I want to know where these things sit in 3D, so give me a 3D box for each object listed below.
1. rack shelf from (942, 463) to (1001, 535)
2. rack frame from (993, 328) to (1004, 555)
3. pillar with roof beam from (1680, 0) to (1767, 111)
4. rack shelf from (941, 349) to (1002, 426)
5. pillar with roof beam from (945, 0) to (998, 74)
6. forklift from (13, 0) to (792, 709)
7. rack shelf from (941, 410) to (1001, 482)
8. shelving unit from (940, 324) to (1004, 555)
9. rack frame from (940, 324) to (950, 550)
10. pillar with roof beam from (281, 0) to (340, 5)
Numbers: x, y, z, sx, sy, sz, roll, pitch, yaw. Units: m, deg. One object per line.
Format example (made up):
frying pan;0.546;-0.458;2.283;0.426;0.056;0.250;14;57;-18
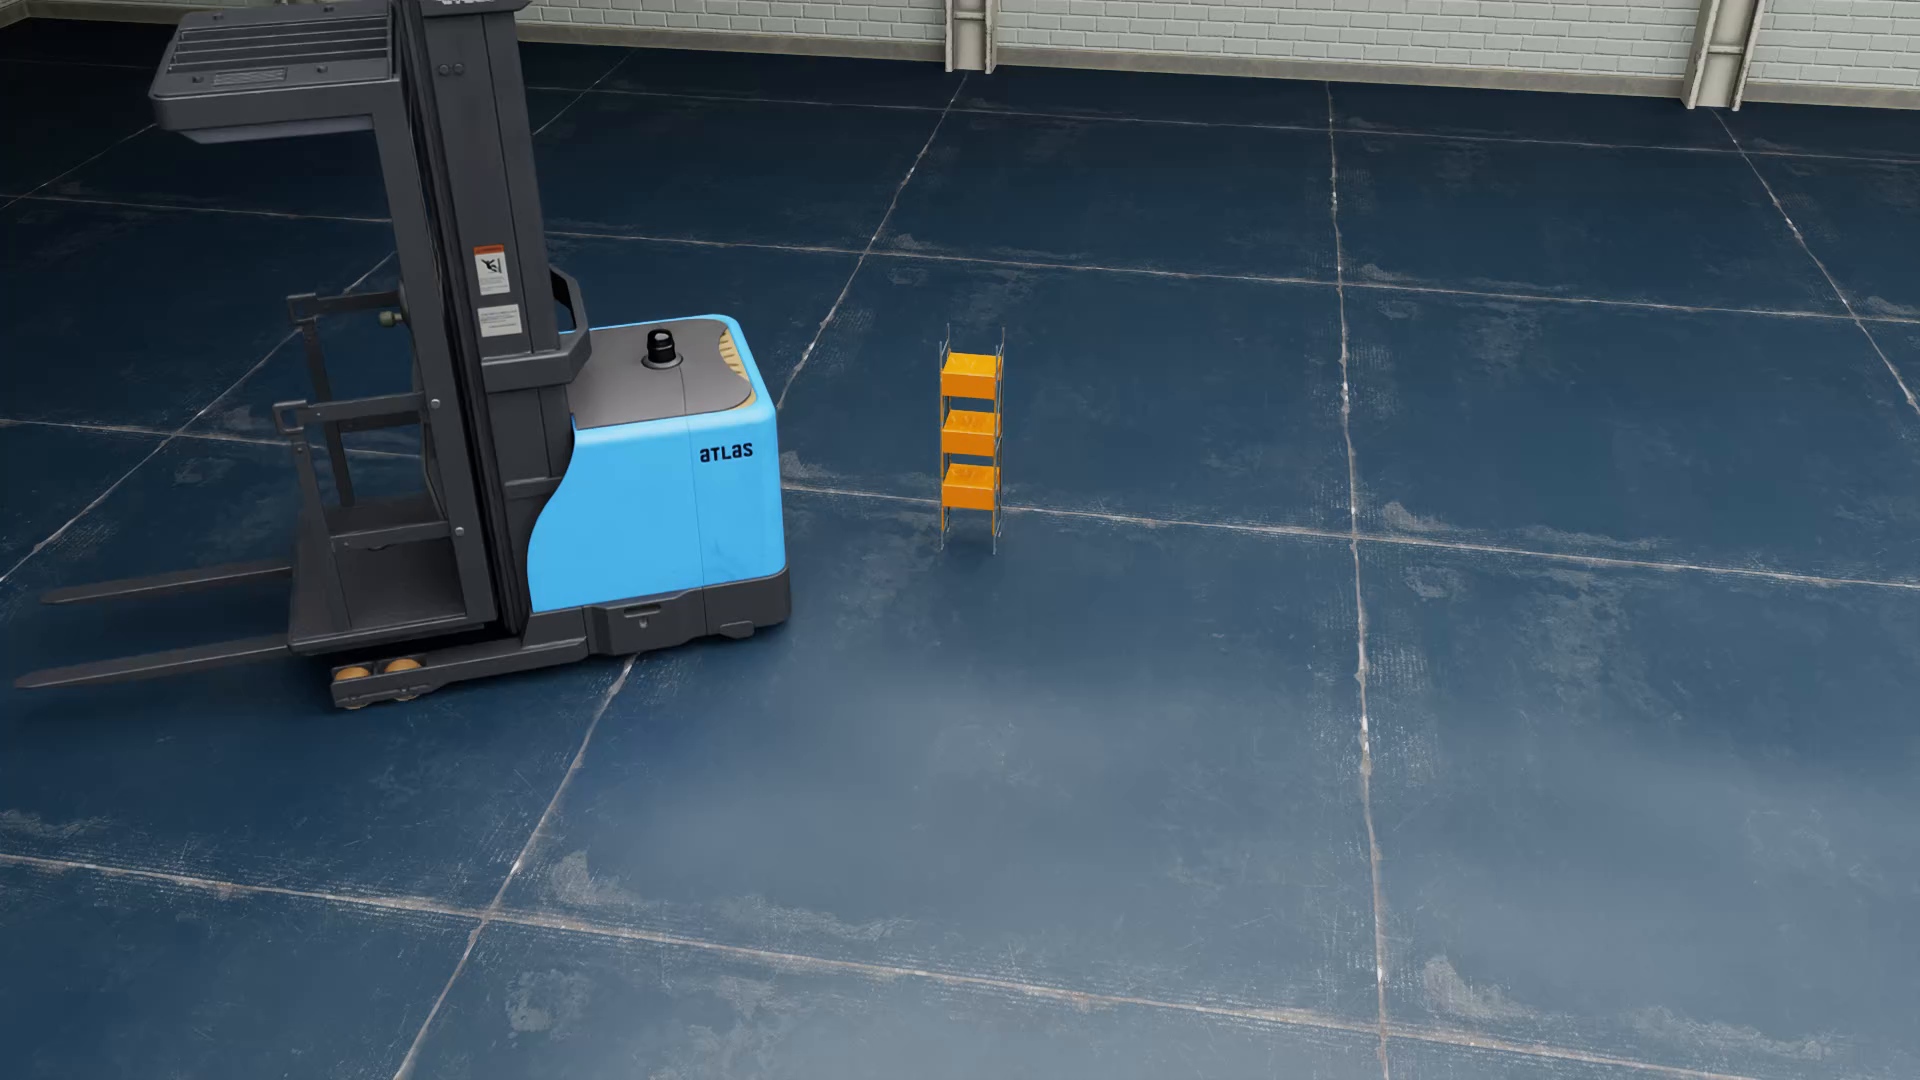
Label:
rack shelf;0.053;-0.196;7.617;0.240;0.259;0.215;5;32;8
rack frame;0.173;-0.429;7.446;0.008;1.050;0.200;5;32;8
pillar with roof beam;5.285;-5.063;7.357;0.400;9.000;9.100;5;32;8
rack shelf;0.053;-0.672;7.319;0.240;0.259;0.215;5;32;8
pillar with roof beam;-0.629;-5.599;8.213;0.400;9.000;9.100;5;32;8
forklift;-2.297;-0.878;6.391;3.031;2.935;1.130;-9;33;-14
rack shelf;0.053;-0.431;7.469;0.240;0.259;0.215;5;32;8
shelving unit;0.053;-0.440;7.464;0.252;1.050;0.215;5;32;8
rack frame;-0.068;-0.451;7.481;0.008;1.050;0.200;5;32;8
pillar with roof beam;-6.544;-6.134;9.069;0.400;9.000;9.100;5;32;8
